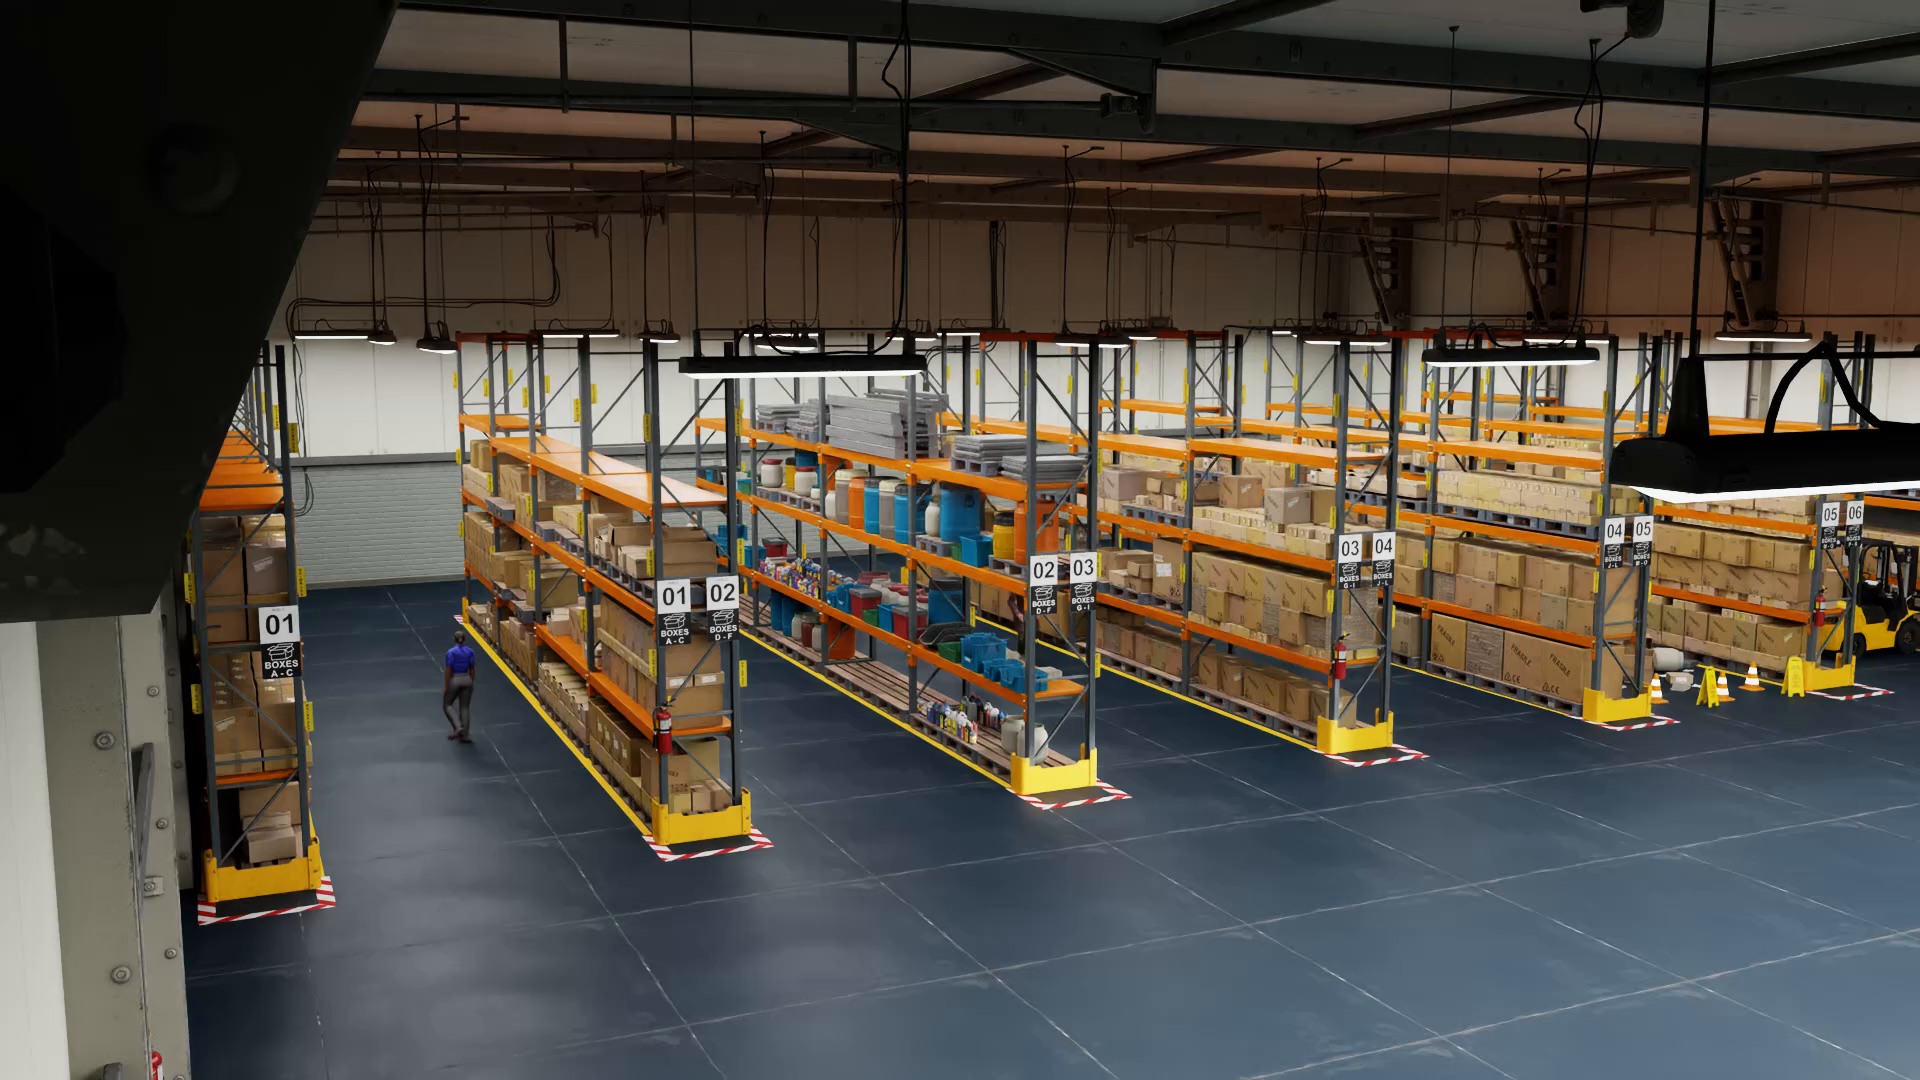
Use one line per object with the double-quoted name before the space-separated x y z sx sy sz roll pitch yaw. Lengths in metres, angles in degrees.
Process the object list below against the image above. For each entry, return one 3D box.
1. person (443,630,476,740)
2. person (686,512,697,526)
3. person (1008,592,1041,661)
"person" -7.458 2.174 24.816 0.494 1.643 0.437 -5 9 -34
"person" -6.393 0.129 39.970 0.442 1.616 1.067 1 8 6
"person" 1.227 1.400 30.477 0.758 1.690 0.714 -2 8 -16
